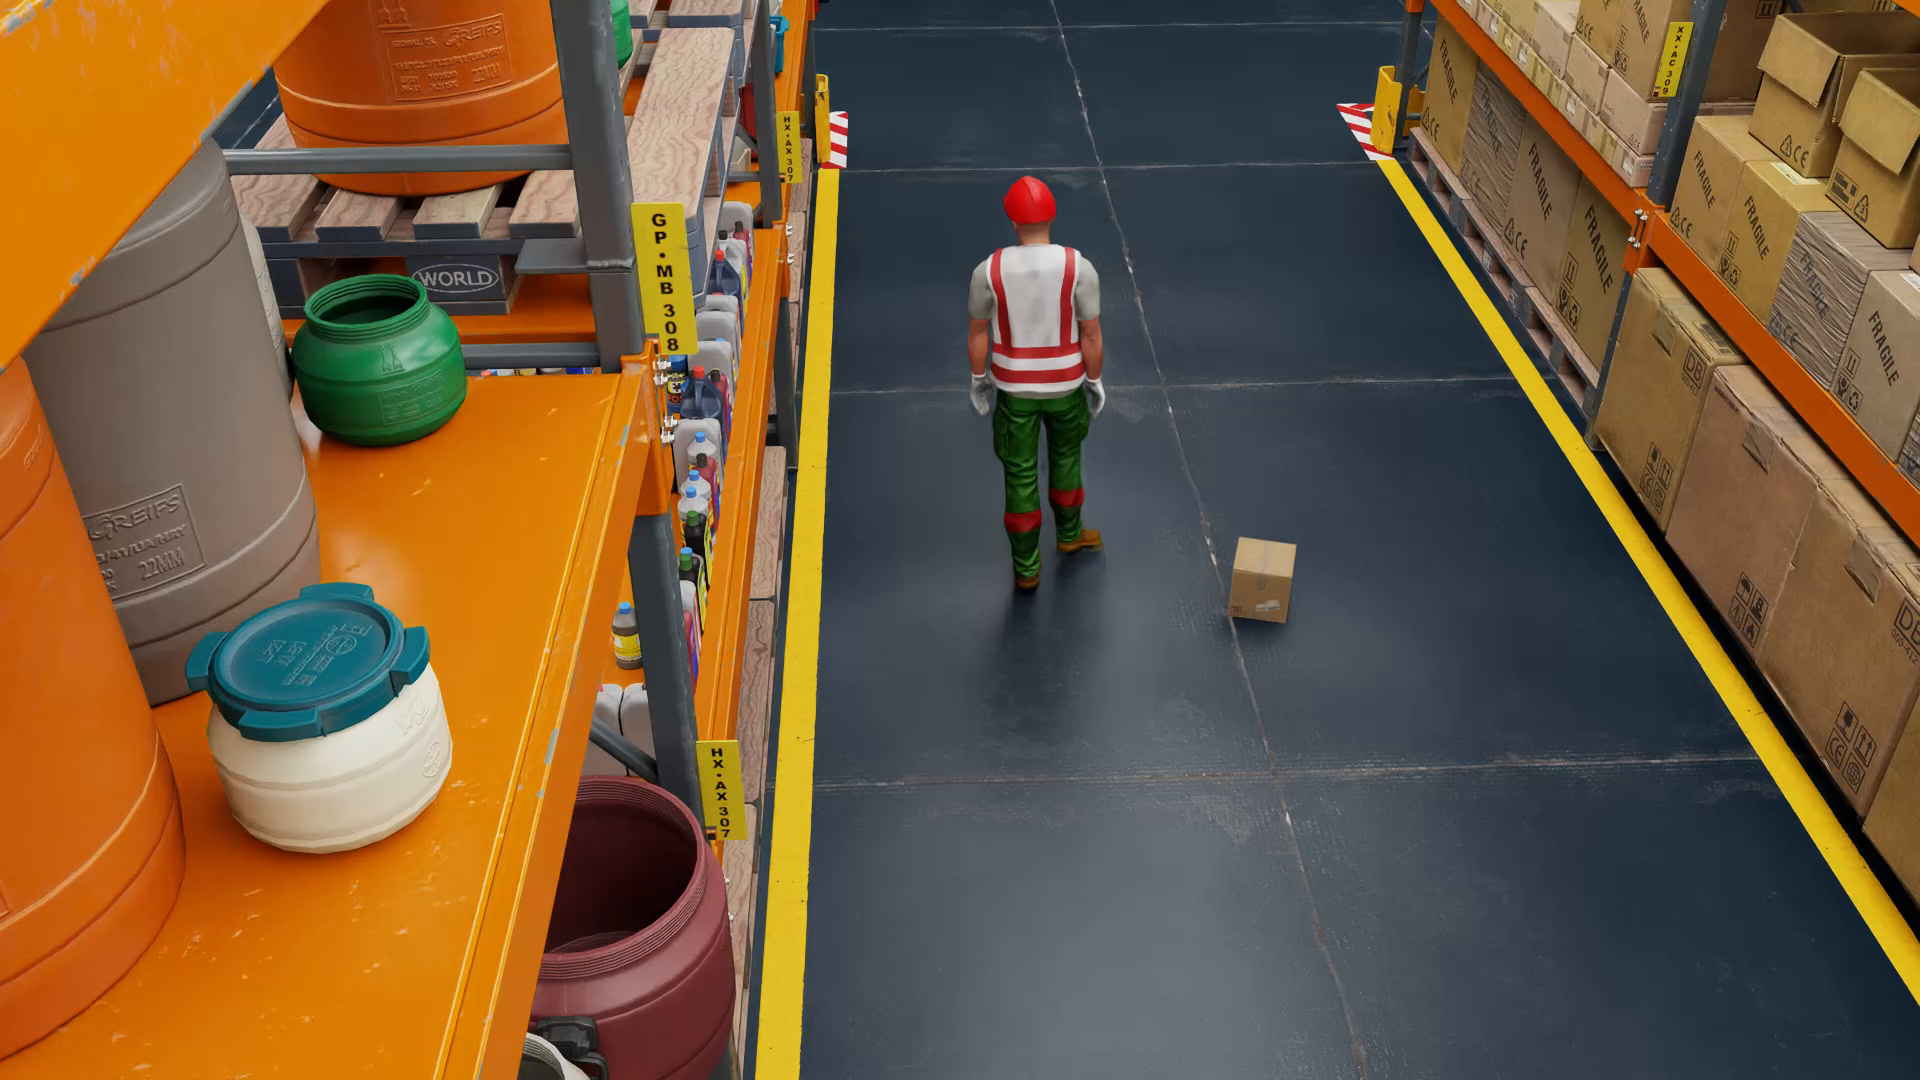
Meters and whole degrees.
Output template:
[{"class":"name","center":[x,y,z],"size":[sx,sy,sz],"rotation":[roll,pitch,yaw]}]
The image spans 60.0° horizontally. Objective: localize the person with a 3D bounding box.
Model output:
[{"class":"person","center":[0.339,-0.621,7.037],"size":[0.618,1.836,0.537],"rotation":[1,35,1]}]
